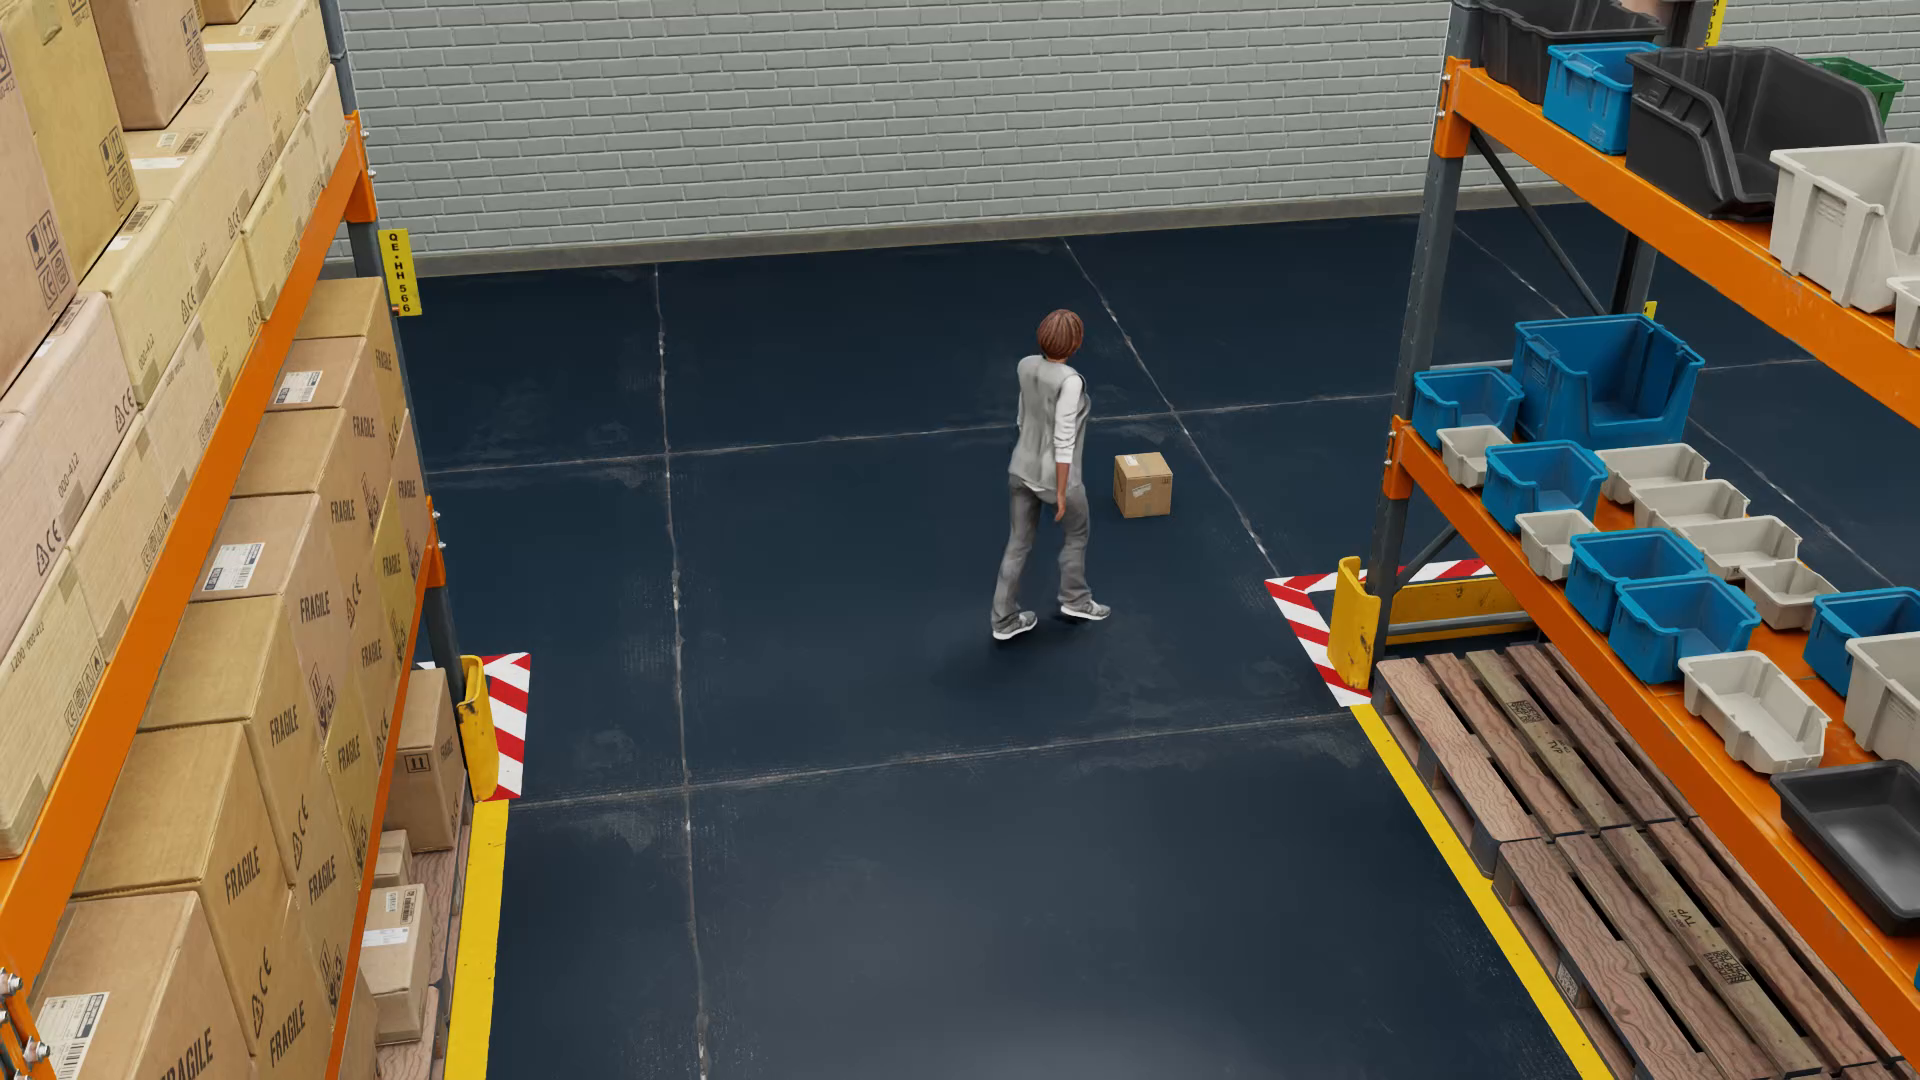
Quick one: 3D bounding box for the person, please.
[{"bbox_3d":[0.383,-0.269,7.616,0.645,1.596,0.437,-27,40,-37],"label":"person"}]
